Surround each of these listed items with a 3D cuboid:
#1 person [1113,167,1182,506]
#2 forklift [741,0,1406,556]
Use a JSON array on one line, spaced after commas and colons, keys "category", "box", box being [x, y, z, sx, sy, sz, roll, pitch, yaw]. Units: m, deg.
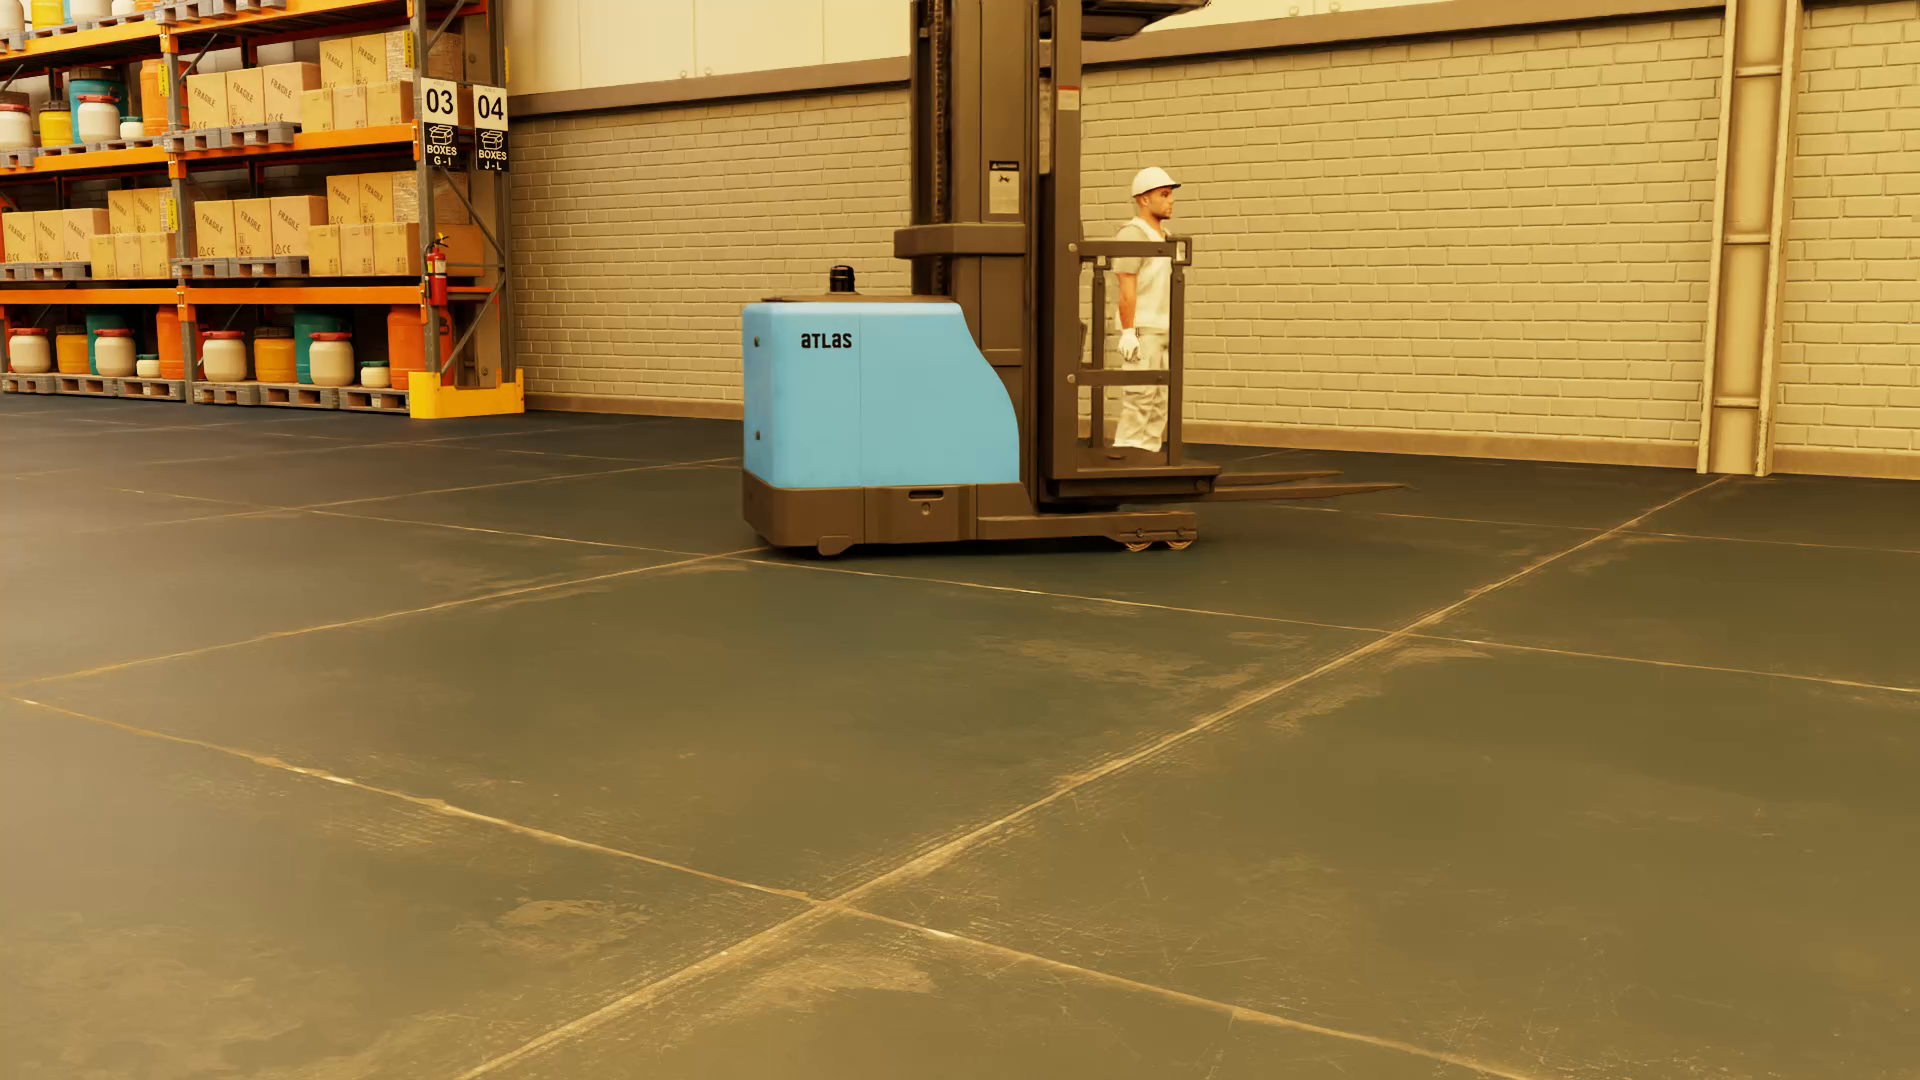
[{"category": "person", "box": [1.032, -1.098, 8.986, 0.330, 1.794, 0.580, 4, 9, 29]}, {"category": "forklift", "box": [0.556, -1.476, 7.573, 3.031, 2.935, 1.130, -2, 8, -15]}]
